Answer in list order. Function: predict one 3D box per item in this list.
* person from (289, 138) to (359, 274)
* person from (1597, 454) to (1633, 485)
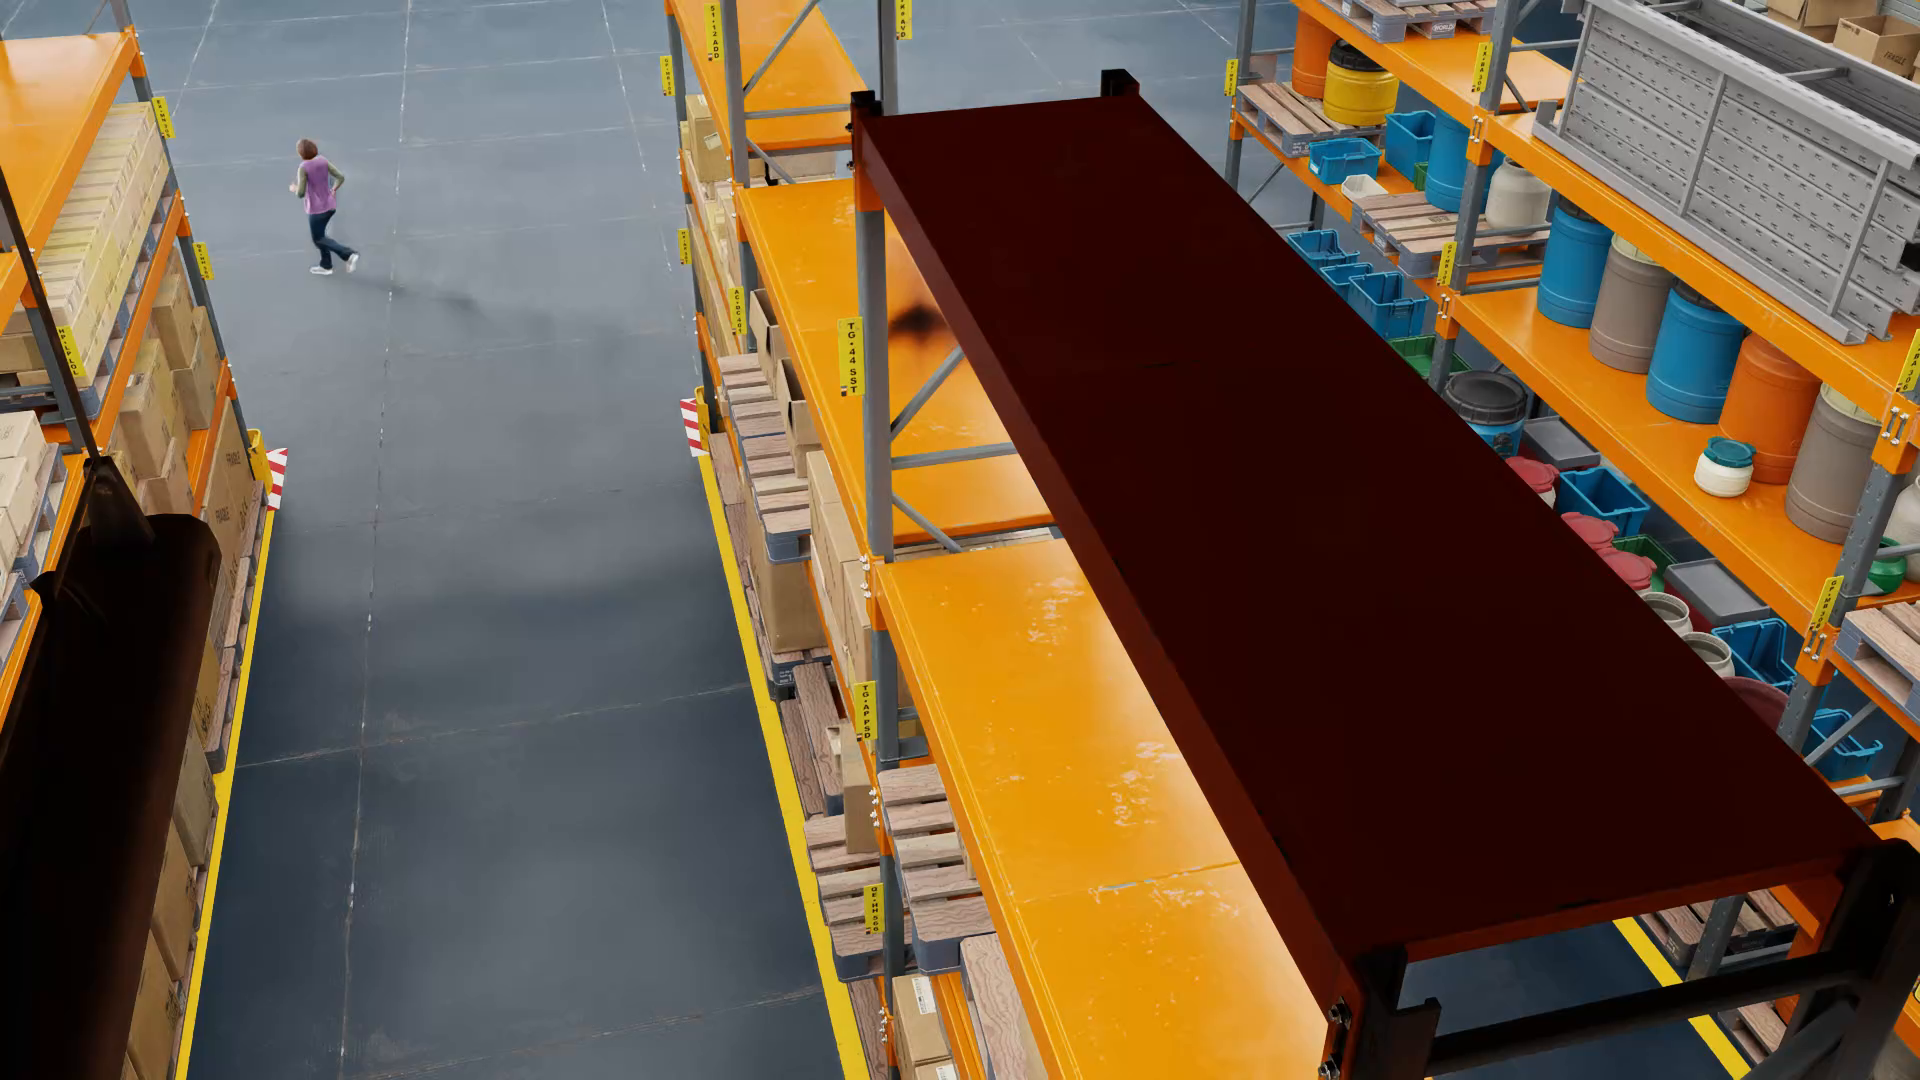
[{"bbox_3d":[-6.832,-3.557,17.886,0.736,1.568,0.538,14,37,19],"label":"person"},{"bbox_3d":[5.680,-1.130,14.221,0.704,1.723,0.694,-16,38,-22],"label":"person"}]
